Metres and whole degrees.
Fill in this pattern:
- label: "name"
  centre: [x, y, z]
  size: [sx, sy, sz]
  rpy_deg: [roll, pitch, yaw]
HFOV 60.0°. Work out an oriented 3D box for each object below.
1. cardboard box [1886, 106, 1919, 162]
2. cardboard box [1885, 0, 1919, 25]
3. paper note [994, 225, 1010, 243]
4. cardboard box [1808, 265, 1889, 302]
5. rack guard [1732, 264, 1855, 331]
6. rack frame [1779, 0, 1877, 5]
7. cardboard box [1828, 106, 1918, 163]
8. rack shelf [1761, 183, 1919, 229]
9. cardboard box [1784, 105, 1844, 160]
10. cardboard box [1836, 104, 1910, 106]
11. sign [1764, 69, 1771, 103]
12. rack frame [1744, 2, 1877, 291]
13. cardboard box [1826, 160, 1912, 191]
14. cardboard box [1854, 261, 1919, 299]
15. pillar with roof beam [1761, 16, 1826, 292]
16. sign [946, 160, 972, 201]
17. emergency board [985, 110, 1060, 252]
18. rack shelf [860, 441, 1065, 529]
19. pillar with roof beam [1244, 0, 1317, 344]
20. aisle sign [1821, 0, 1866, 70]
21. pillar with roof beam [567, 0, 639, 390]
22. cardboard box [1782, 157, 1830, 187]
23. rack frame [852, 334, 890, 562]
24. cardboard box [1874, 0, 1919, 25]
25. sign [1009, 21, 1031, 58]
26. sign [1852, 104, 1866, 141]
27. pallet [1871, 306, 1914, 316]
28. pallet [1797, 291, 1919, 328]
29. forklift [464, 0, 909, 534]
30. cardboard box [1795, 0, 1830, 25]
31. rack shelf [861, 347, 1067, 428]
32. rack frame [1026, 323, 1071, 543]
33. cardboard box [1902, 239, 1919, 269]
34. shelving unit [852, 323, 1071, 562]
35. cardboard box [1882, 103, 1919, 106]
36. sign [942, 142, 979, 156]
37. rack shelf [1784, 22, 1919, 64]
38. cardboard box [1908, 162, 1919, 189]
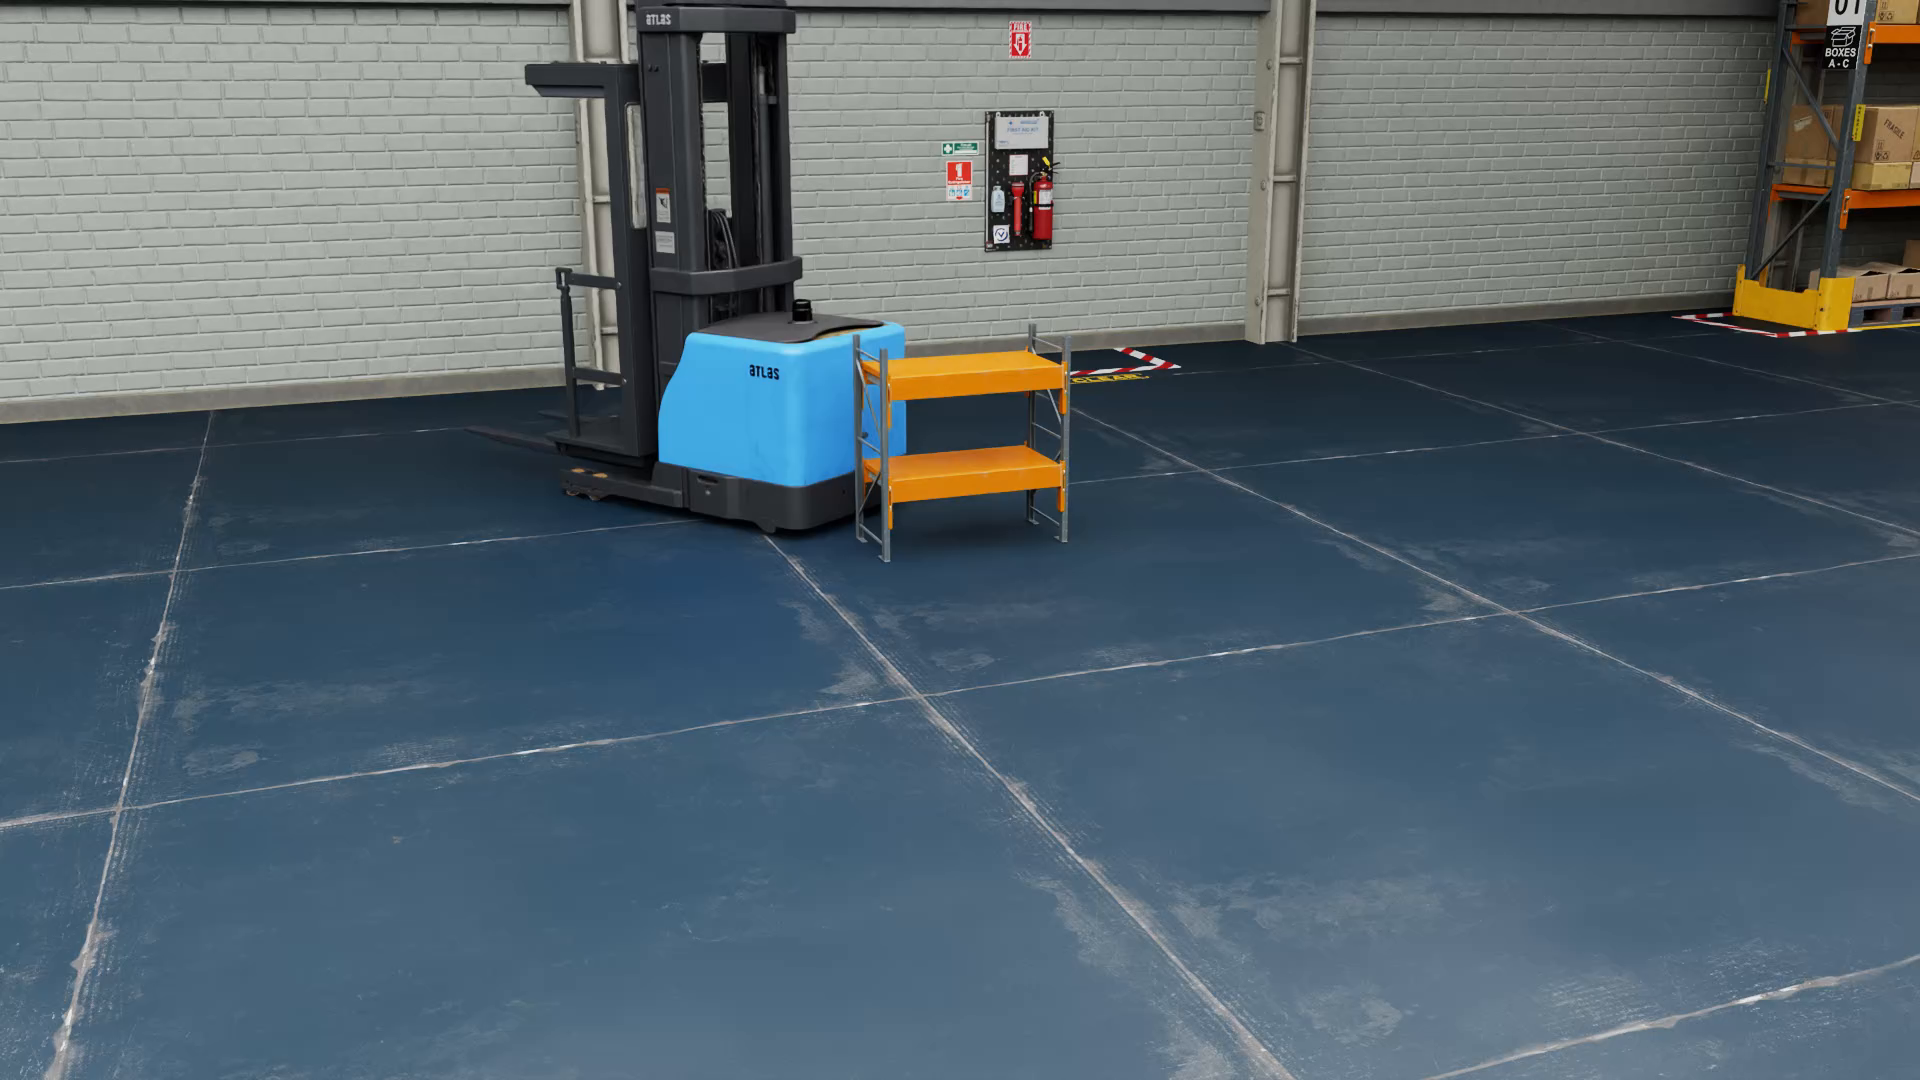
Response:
- label: "cardboard box"
  centre: [9.146, -3.908, 15.981]
  size: [0.500, 0.500, 0.500]
  rpy_deg: [-6, 17, -20]
- label: "cardboard box"
  centre: [9.043, -5.103, 15.617]
  size: [0.500, 0.500, 0.500]
  rpy_deg: [-5, 17, -16]
- label: "paper note"
  centre: [0.357, -2.626, 14.279]
  size: [0.142, 0.148, 0.016]
  rpy_deg: [-6, 17, -20]
- label: "cardboard box"
  centre: [8.805, -2.561, 16.487]
  size: [0.500, 0.311, 0.500]
  rpy_deg: [-8, 18, -26]
- label: "rack guard"
  centre: [8.198, -2.402, 16.391]
  size: [0.348, 0.500, 1.175]
  rpy_deg: [-6, 17, -20]
- label: "rack frame"
  centre: [8.127, -6.472, 15.168]
  size: [0.127, 3.000, 1.000]
  rpy_deg: [-6, 17, -20]
- label: "cardboard box"
  centre: [8.680, -3.860, 15.820]
  size: [0.500, 0.500, 0.500]
  rpy_deg: [-6, 17, -20]
- label: "rack shelf"
  centre: [9.995, -3.450, 16.801]
  size: [4.000, 0.370, 1.077]
  rpy_deg: [-6, 17, -20]
- label: "cardboard box"
  centre: [8.491, -3.995, 16.278]
  size: [0.500, 0.500, 0.500]
  rpy_deg: [-6, 18, -21]
- label: "cardboard box"
  centre: [8.965, -4.043, 16.442]
  size: [0.500, 0.500, 0.500]
  rpy_deg: [-6, 17, -19]
- label: "sign"
  centre: [7.947, -4.449, 16.309]
  size: [0.005, 0.325, 0.100]
  rpy_deg: [-6, 17, -20]
- label: "rack frame"
  centre: [8.127, -3.594, 16.013]
  size: [0.127, 3.000, 1.000]
  rpy_deg: [-6, 17, -20]
- label: "cardboard box"
  centre: [8.696, -3.497, 15.914]
  size: [0.500, 0.250, 0.500]
  rpy_deg: [-7, 18, -22]
- label: "cardboard box"
  centre: [9.338, -2.618, 16.682]
  size: [0.500, 0.311, 0.500]
  rpy_deg: [-5, 17, -15]
- label: "pillar with roof beam"
  centre: [10.012, -5.638, 12.326]
  size: [0.400, 9.000, 9.100]
  rpy_deg: [-6, 17, -20]
- label: "sign"
  centre: [-0.006, -3.037, 14.052]
  size: [0.234, 0.329, 0.001]
  rpy_deg: [-6, 17, -20]
- label: "emergency board"
  centre: [0.547, -3.048, 14.154]
  size: [0.643, 1.169, 0.194]
  rpy_deg: [-6, 17, -20]
- label: "rack shelf"
  centre: [0.006, -0.306, 9.011]
  size: [1.000, 0.278, 0.538]
  rpy_deg: [-6, 17, -20]
- label: "pillar with roof beam"
  centre: [4.409, -5.033, 10.266]
  size: [0.400, 9.000, 9.100]
  rpy_deg: [-6, 17, -20]
- label: "aisle sign"
  centre: [8.167, -4.755, 15.353]
  size: [0.004, 0.787, 0.394]
  rpy_deg: [-6, 17, -20]
- label: "pillar with roof beam"
  centre: [-1.194, -4.428, 8.206]
  size: [0.400, 9.000, 9.100]
  rpy_deg: [-6, 17, -20]
- label: "cardboard box"
  centre: [8.494, -3.630, 16.365]
  size: [0.500, 0.250, 0.500]
  rpy_deg: [-6, 17, -19]
- label: "rack frame"
  centre: [-0.468, -0.489, 8.768]
  size: [0.032, 1.125, 0.500]
  rpy_deg: [-6, 17, -20]
- label: "cardboard box"
  centre: [8.529, -5.059, 15.464]
  size: [0.500, 0.500, 0.500]
  rpy_deg: [-6, 17, -19]
- label: "sign"
  centre: [0.504, -4.186, 13.914]
  size: [0.199, 0.298, 0.001]
  rpy_deg: [-6, 17, -20]
- label: "sign"
  centre: [8.321, -3.867, 15.405]
  size: [0.005, 0.325, 0.100]
  rpy_deg: [-6, 17, -20]
- label: "pallet"
  centre: [10.107, -2.458, 17.094]
  size: [1.213, 0.211, 1.003]
  rpy_deg: [-6, 17, -20]
- label: "pallet"
  centre: [8.969, -2.336, 16.679]
  size: [1.213, 0.211, 1.003]
  rpy_deg: [-6, 17, -20]
- label: "forklift"
  centre: [-1.794, -1.747, 9.847]
  size: [3.031, 2.935, 1.130]
  rpy_deg: [11, 20, 34]
- label: "cardboard box"
  centre: [8.426, -5.199, 15.944]
  size: [0.500, 0.500, 0.500]
  rpy_deg: [-5, 17, -16]
- label: "rack shelf"
  centre: [0.006, -0.821, 8.860]
  size: [1.000, 0.278, 0.538]
  rpy_deg: [-6, 17, -20]
- label: "rack frame"
  centre: [0.481, -0.592, 9.117]
  size: [0.032, 1.125, 0.500]
  rpy_deg: [-6, 17, -20]
- label: "cardboard box"
  centre: [10.041, -2.770, 16.863]
  size: [0.500, 0.500, 0.700]
  rpy_deg: [-7, 18, -24]
- label: "shelving unit"
  centre: [0.006, -0.540, 8.942]
  size: [1.048, 1.125, 0.538]
  rpy_deg: [-6, 17, -20]
- label: "cardboard box"
  centre: [9.446, -4.096, 16.623]
  size: [0.500, 0.500, 0.500]
  rpy_deg: [-7, 18, -22]
- label: "sign"
  centre: [0.002, -3.289, 13.971]
  size: [0.331, 0.109, 0.001]
  rpy_deg: [-6, 17, -20]
- label: "rack shelf"
  centre: [9.995, -4.890, 16.378]
  size: [4.000, 0.370, 1.077]
  rpy_deg: [-6, 17, -20]
- label: "cardboard box"
  centre: [9.176, -3.553, 16.105]
  size: [0.500, 0.250, 0.500]
  rpy_deg: [-7, 18, -22]
